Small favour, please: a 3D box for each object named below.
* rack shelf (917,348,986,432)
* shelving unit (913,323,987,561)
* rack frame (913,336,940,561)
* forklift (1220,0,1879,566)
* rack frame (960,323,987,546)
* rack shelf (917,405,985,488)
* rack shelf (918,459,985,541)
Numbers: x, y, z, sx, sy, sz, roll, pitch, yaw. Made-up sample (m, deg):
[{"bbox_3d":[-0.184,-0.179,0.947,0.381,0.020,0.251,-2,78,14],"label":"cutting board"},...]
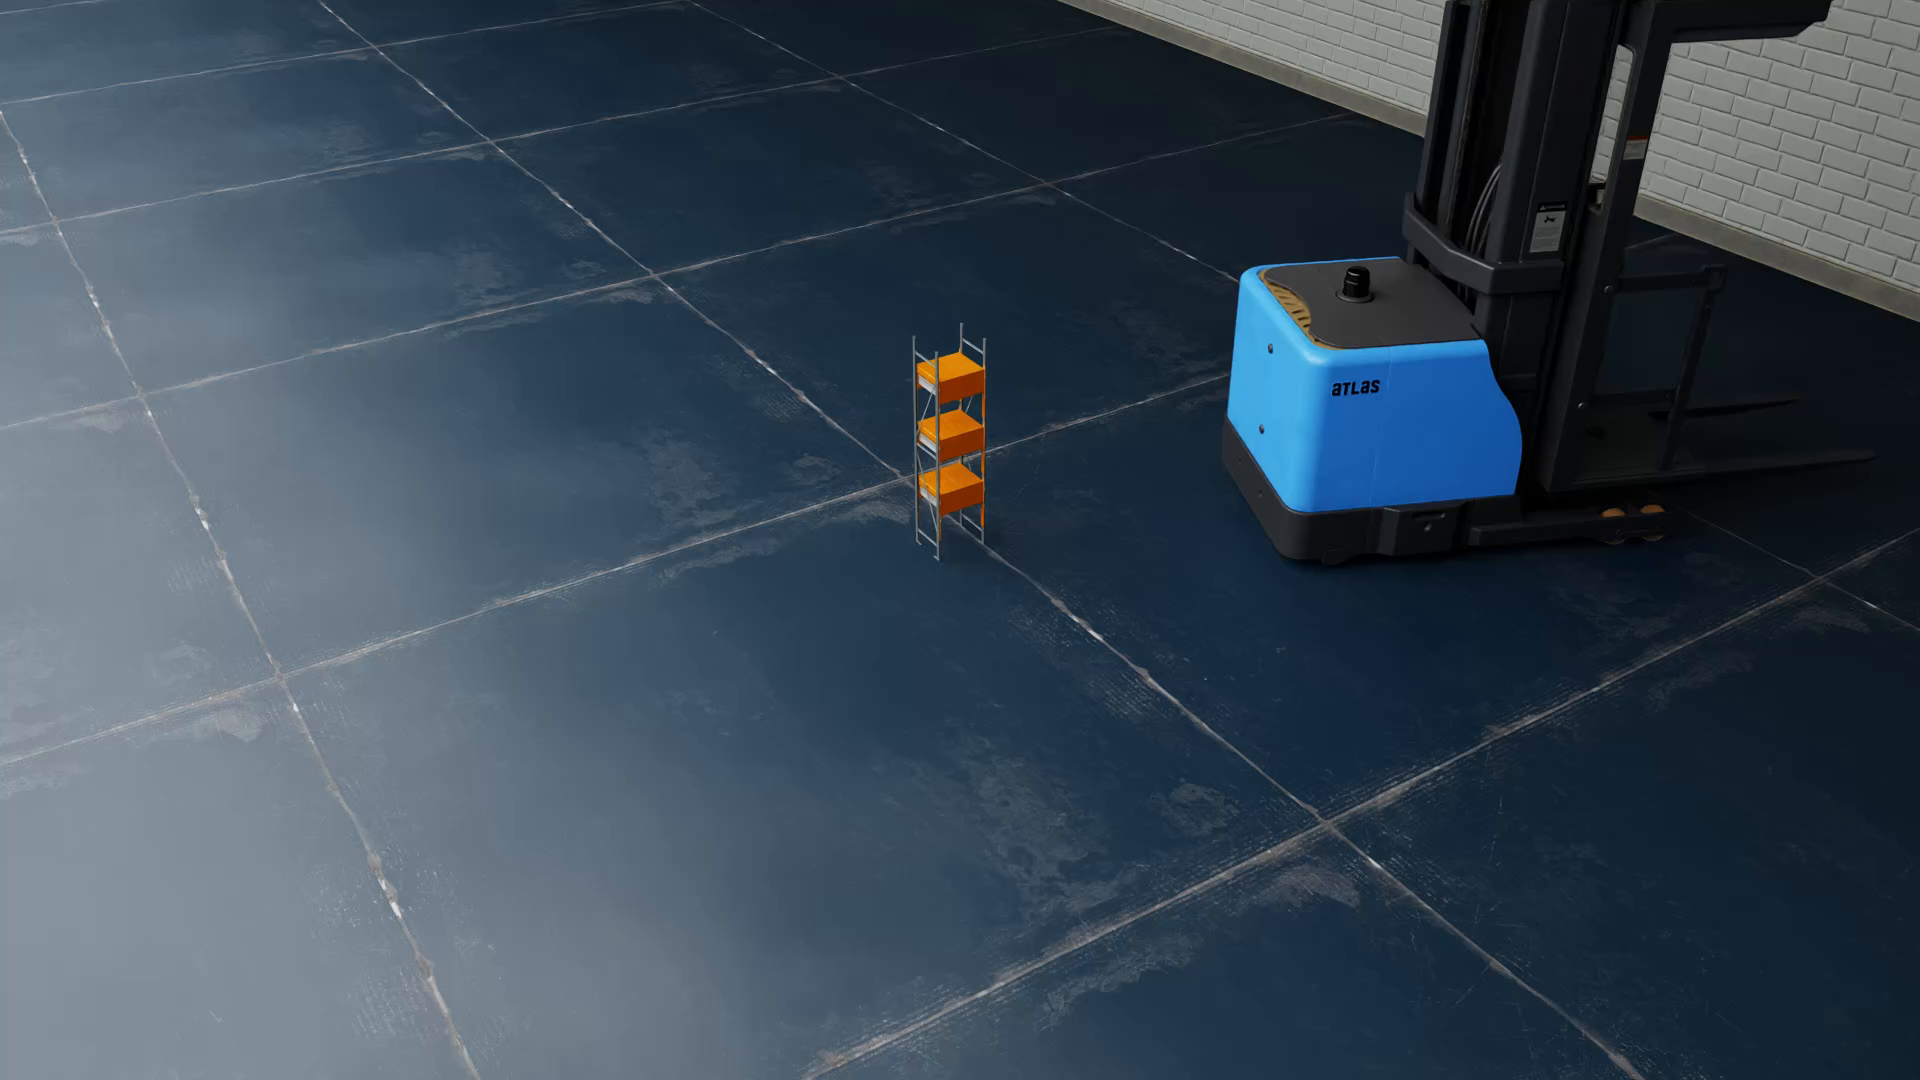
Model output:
[{"bbox_3d":[-0.045,-0.660,7.300,0.240,0.259,0.215,-19,37,-27],"label":"rack shelf"},{"bbox_3d":[-0.045,-0.429,7.445,0.252,1.050,0.215,-19,37,-27],"label":"shelving unit"},{"bbox_3d":[-0.148,-0.393,7.389,0.008,1.050,0.200,-19,37,-27],"label":"rack frame"},{"bbox_3d":[2.858,-1.492,7.368,3.031,2.935,1.130,-5,33,-8],"label":"forklift"},{"bbox_3d":[0.058,-0.464,7.501,0.008,1.050,0.200,-19,37,-27],"label":"rack frame"},{"bbox_3d":[-0.045,-0.420,7.451,0.240,0.259,0.215,-19,37,-27],"label":"rack shelf"},{"bbox_3d":[-0.045,-0.185,7.599,0.240,0.259,0.215,-19,37,-27],"label":"rack shelf"}]
